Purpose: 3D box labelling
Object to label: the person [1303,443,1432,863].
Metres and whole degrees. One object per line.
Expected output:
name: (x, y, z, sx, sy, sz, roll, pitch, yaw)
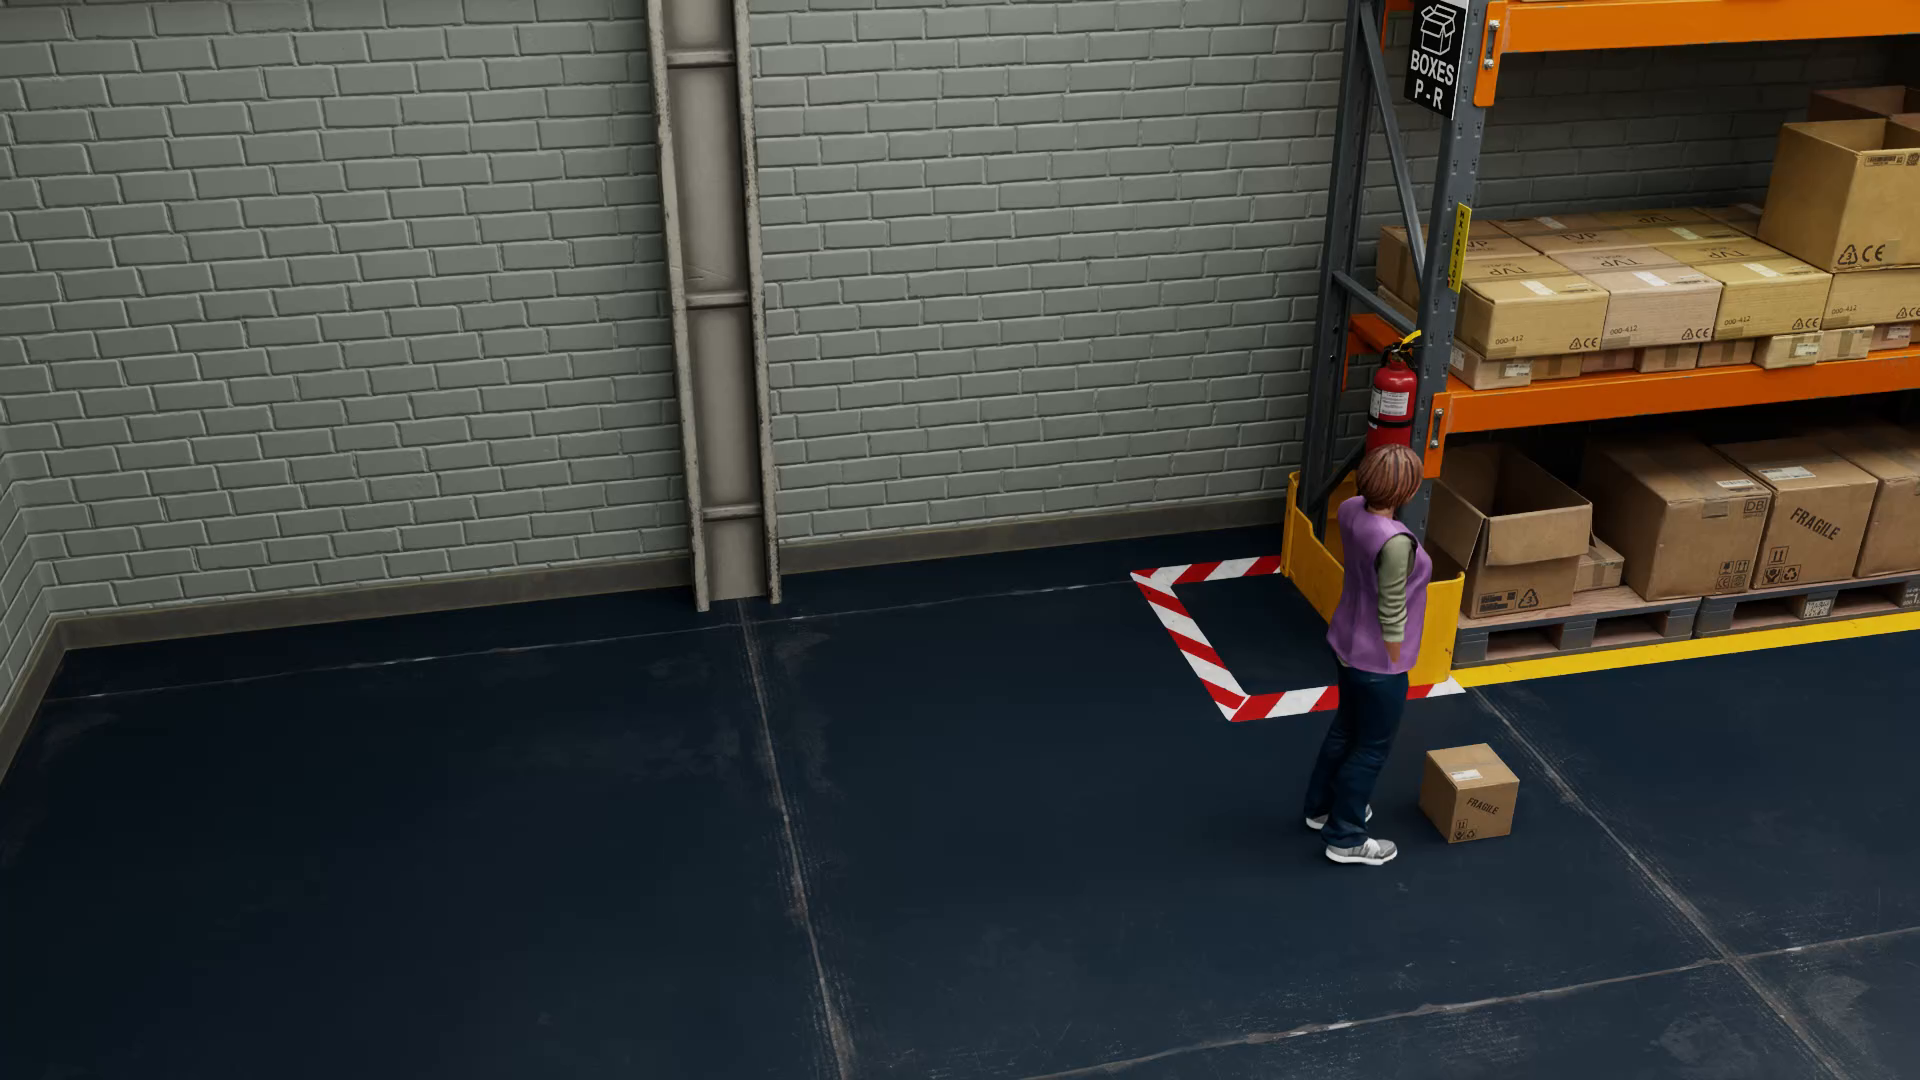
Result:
person: (1.440, 0.446, 5.889, 0.306, 1.485, 0.407, -5, 28, -10)
